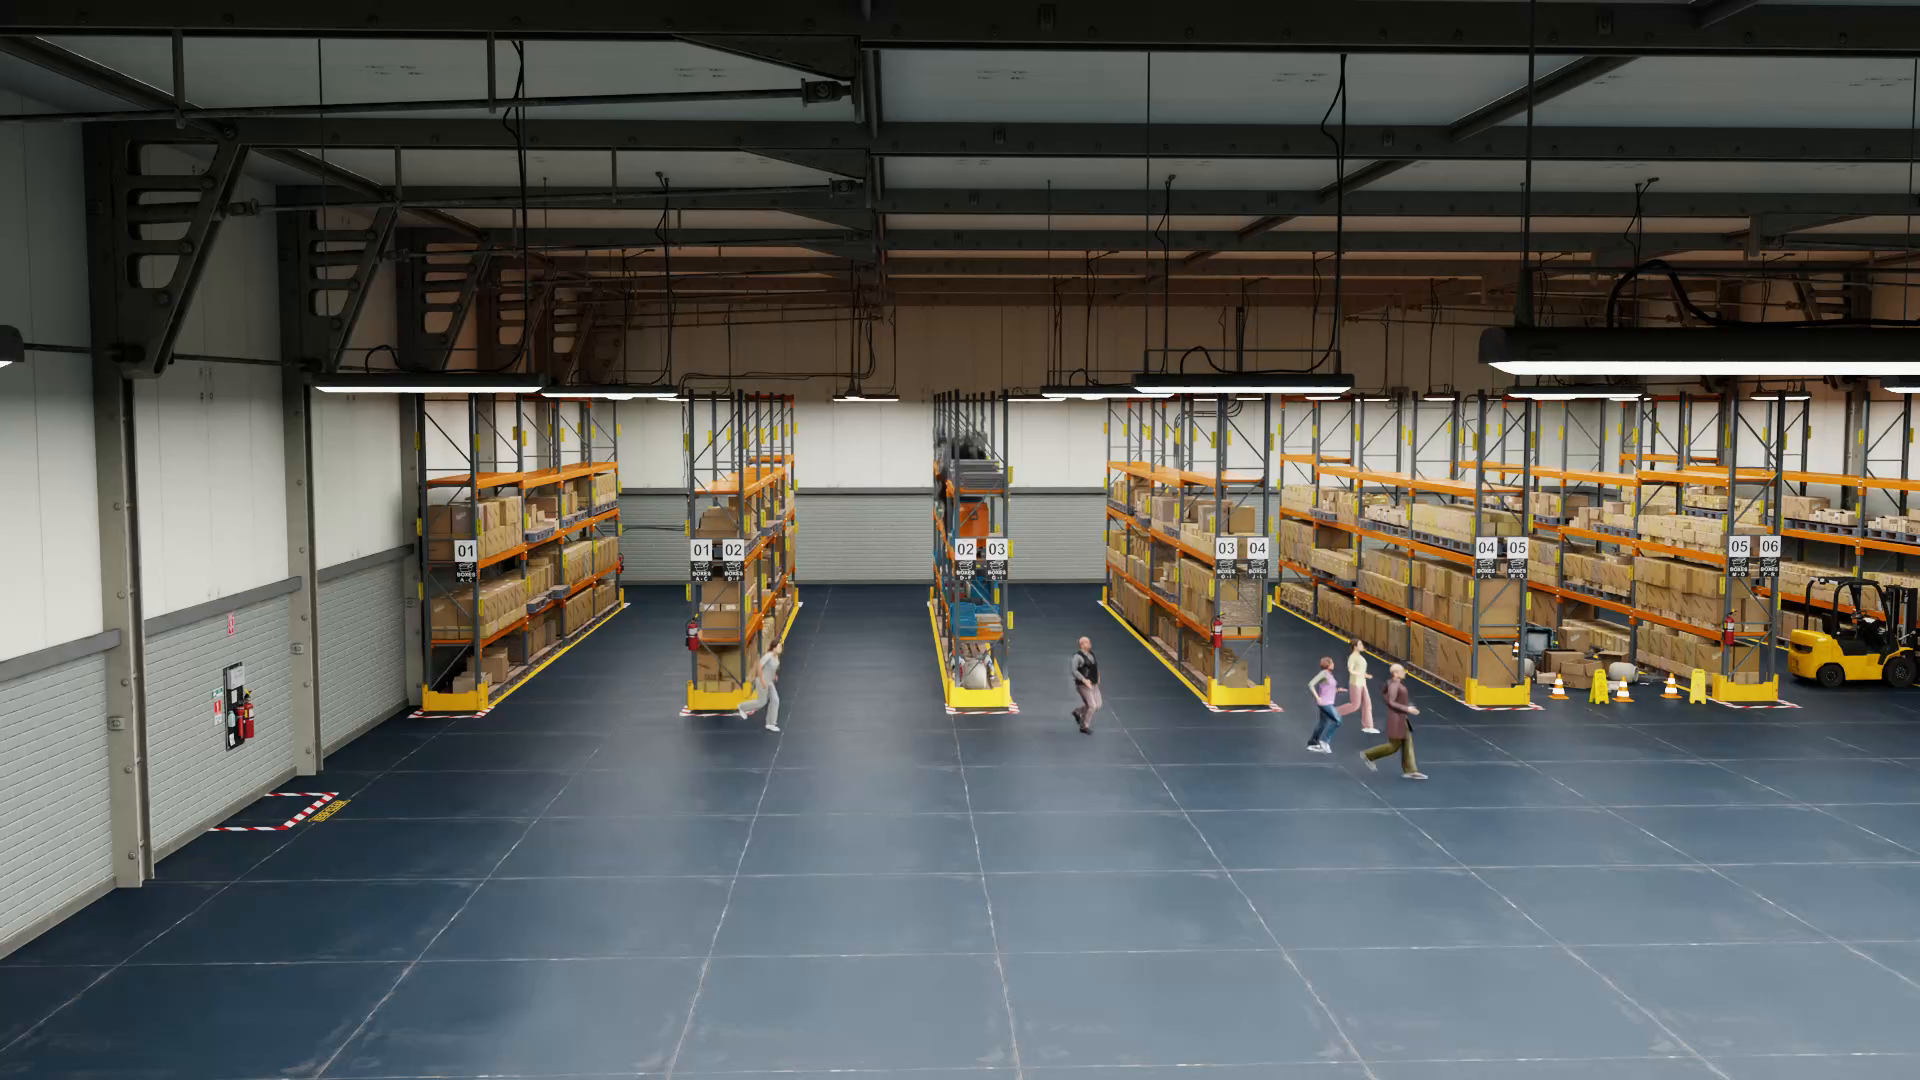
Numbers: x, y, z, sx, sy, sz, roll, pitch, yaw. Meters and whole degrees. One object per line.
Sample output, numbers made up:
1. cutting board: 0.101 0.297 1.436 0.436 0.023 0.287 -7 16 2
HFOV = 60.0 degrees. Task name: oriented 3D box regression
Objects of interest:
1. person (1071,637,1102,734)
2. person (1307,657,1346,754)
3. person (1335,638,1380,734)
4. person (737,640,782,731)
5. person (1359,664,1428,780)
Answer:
1. person: 2.178 2.525 29.010 0.540 1.690 0.663 4 6 38
2. person: 6.006 2.703 27.208 0.625 1.585 0.519 2 5 20
3. person: 6.897 2.527 29.005 0.899 1.653 0.588 3 5 29
4. person: -3.531 2.551 29.392 0.878 1.619 0.568 1 5 16
5. person: 6.637 2.770 25.393 1.018 1.767 0.709 2 5 20
